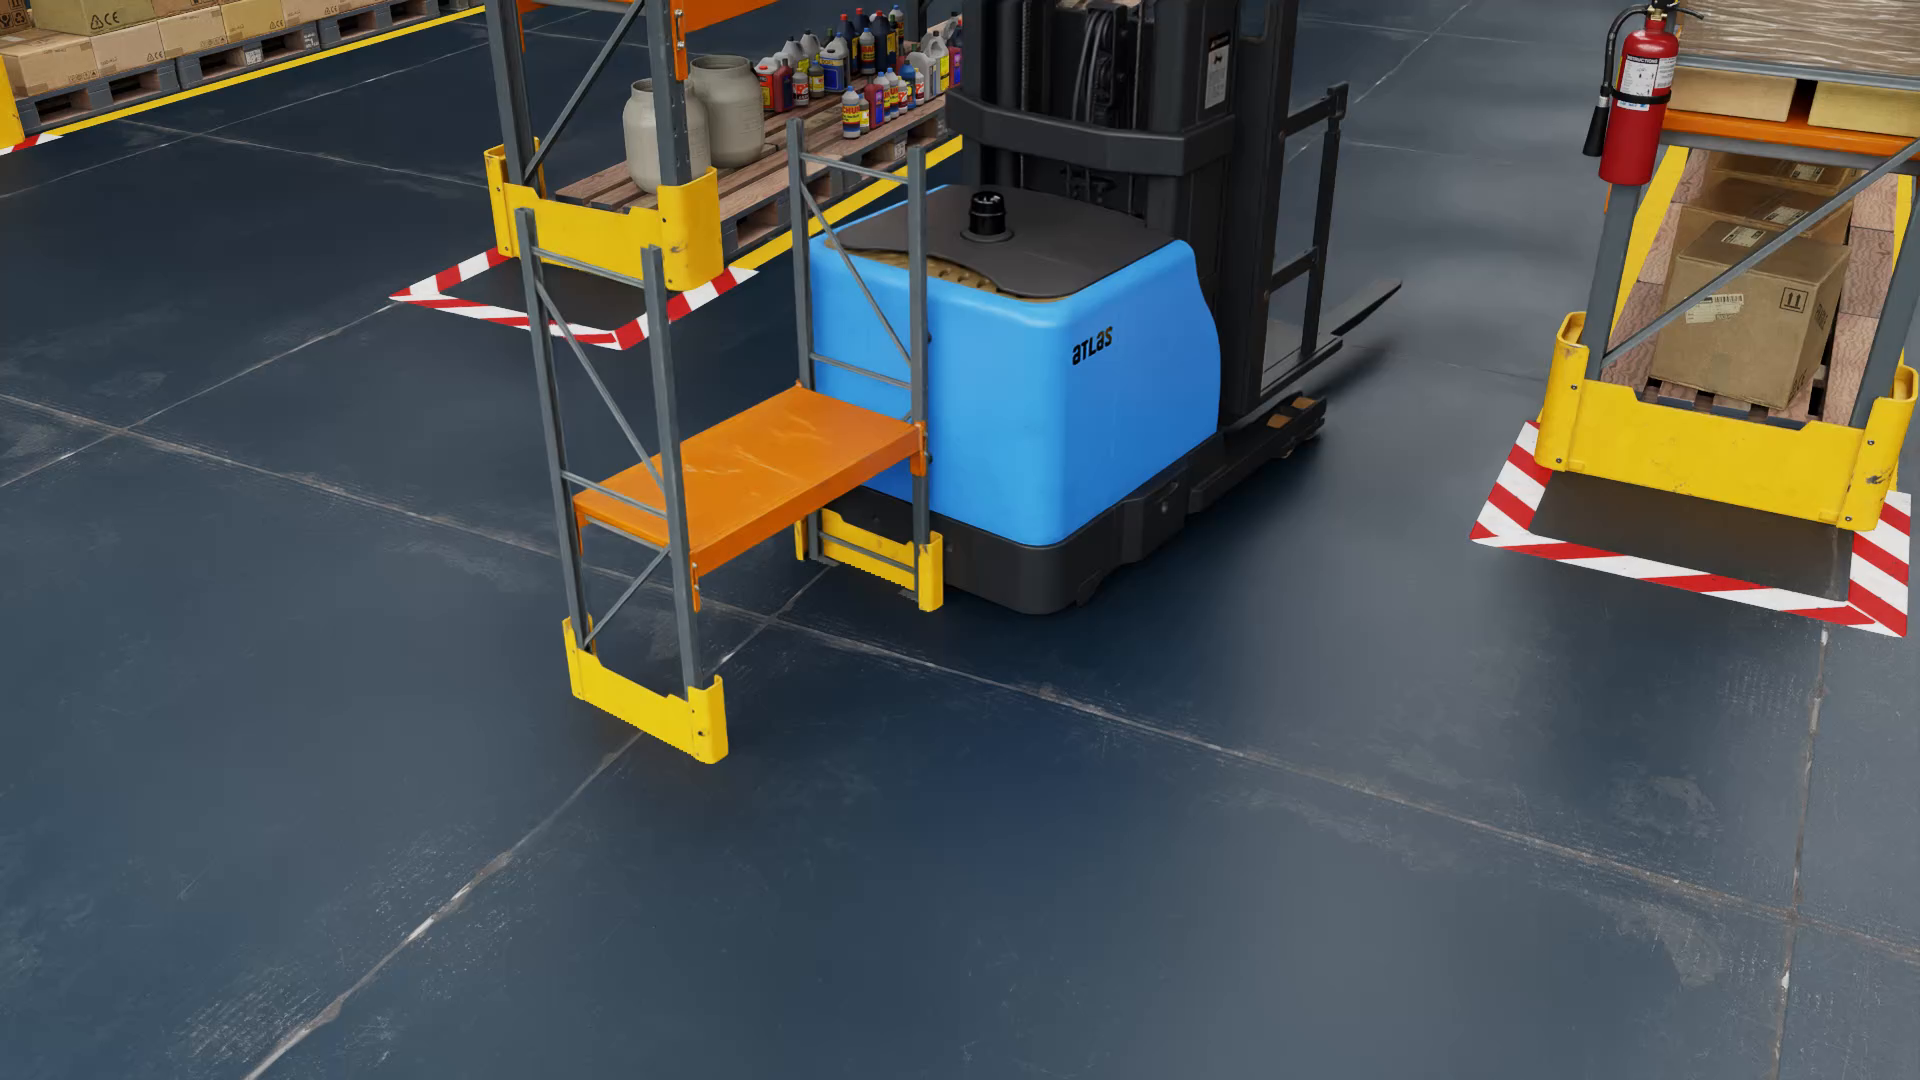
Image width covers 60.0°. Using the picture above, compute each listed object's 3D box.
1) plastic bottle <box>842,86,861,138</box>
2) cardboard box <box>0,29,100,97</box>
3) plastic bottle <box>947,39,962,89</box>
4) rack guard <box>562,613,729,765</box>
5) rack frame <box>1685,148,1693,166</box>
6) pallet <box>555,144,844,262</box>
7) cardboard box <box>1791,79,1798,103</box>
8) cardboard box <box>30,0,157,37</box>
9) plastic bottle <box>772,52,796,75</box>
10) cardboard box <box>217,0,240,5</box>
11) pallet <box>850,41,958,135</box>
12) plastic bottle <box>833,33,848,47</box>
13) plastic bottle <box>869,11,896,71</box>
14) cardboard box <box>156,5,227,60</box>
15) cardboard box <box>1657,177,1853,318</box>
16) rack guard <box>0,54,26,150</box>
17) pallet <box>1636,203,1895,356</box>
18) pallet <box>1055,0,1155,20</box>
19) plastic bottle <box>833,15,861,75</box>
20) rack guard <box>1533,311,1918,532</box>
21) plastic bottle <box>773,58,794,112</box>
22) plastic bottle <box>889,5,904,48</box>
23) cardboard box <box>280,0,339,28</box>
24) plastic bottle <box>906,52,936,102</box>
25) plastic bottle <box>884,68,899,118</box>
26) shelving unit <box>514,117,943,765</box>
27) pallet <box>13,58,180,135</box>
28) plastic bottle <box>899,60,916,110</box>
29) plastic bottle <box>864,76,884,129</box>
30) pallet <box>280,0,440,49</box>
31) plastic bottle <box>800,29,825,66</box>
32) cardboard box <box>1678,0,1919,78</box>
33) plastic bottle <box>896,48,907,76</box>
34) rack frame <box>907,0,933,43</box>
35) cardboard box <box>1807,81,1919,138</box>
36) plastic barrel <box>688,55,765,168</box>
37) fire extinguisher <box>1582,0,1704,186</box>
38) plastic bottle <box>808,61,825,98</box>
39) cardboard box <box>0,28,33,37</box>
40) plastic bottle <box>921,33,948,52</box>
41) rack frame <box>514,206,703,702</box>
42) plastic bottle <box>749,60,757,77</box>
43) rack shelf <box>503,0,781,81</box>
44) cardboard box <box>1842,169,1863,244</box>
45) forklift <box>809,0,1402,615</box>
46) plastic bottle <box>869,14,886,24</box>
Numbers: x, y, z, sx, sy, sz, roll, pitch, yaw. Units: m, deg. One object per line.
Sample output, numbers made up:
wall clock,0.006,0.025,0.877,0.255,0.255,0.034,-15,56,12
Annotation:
plastic bottle,-0.600,-2.358,9.142,0.097,0.271,0.097,0,30,0
cardboard box,-5.669,-2.920,10.161,0.500,0.250,0.500,14,33,23
plastic bottle,-0.042,-2.886,10.049,0.061,0.283,0.133,17,34,27
rack guard,-0.905,0.420,4.768,0.587,0.250,0.087,21,36,31
rack frame,4.528,-3.267,8.427,1.000,3.000,0.127,14,33,23
pallet,-1.335,-1.811,8.692,1.003,0.211,1.213,14,33,23
cardboard box,2.767,-1.669,5.896,0.380,0.149,0.250,14,33,23
cardboard box,-5.442,-3.467,10.361,0.500,0.500,0.500,14,33,23
plastic bottle,-1.054,-2.708,9.746,0.152,0.276,0.135,13,32,22
cardboard box,-4.983,-3.909,11.132,0.500,0.500,0.500,14,33,23
pallet,-0.224,-2.893,10.576,1.003,0.211,1.213,14,33,23
plastic bottle,-0.738,-2.977,10.220,0.097,0.271,0.097,0,30,0
plastic bottle,-0.490,-3.136,10.417,0.144,0.351,0.185,14,33,23
cardboard box,-5.216,-3.364,10.935,0.500,0.250,0.500,14,33,23
cardboard box,3.247,-1.138,6.807,0.500,0.500,0.500,24,38,36
rack guard,-6.122,-2.648,9.859,1.175,0.500,0.348,14,33,23
pallet,3.699,-1.209,7.643,1.003,0.211,1.213,14,33,23
pallet,0.997,-4.081,12.645,1.003,0.211,1.213,14,33,23
plastic bottle,-0.704,-3.085,10.329,0.144,0.351,0.185,13,32,21
rack guard,2.741,-0.443,6.020,1.175,0.500,0.348,14,33,23
plastic bottle,-1.022,-2.625,9.595,0.061,0.283,0.133,14,33,23
plastic bottle,-0.416,-3.356,10.880,0.097,0.271,0.097,0,30,0
cardboard box,-4.757,-3.806,11.705,0.500,0.250,0.500,14,33,23
plastic bottle,-0.230,-2.750,9.820,0.152,0.276,0.135,15,33,24
plastic bottle,-0.398,-2.554,9.484,0.097,0.271,0.097,0,30,0
shelving unit,-0.605,-0.320,4.801,0.587,1.500,1.083,21,36,31
pallet,-5.800,-2.882,10.556,1.003,0.211,1.213,14,33,23
plastic bottle,-0.306,-2.644,9.640,0.097,0.271,0.097,0,30,0
plastic bottle,-0.480,-2.459,9.306,0.061,0.283,0.133,15,33,24
pallet,-4.688,-3.964,12.440,1.003,0.211,1.213,14,33,23
plastic bottle,-0.898,-2.897,10.000,0.144,0.351,0.185,14,33,23
cardboard box,2.981,-1.904,5.654,0.875,0.500,0.500,14,33,23
plastic bottle,-0.325,-2.777,9.860,0.061,0.283,0.133,14,33,23
rack frame,0.119,-4.390,10.383,1.000,3.000,0.127,14,33,23
cardboard box,3.048,-1.457,5.527,0.380,0.149,0.250,14,33,23
plastic barrel,-1.243,-2.252,8.736,0.421,0.512,0.421,0,30,0
fire extinguisher,2.244,-1.514,5.452,0.296,0.674,0.183,14,33,23
plastic bottle,-0.855,-2.742,9.880,0.097,0.201,0.097,0,30,0
cardboard box,-6.130,-3.037,10.366,0.500,0.250,0.500,14,33,23
plastic bottle,-0.148,-2.987,10.232,0.152,0.276,0.135,14,33,23
rack frame,-0.917,-0.114,4.443,0.500,1.500,0.032,21,36,31
plastic bottle,-1.220,-2.600,9.551,0.061,0.283,0.133,15,33,24
rack shelf,-0.792,-3.192,9.019,1.077,0.370,4.000,14,33,23
cardboard box,3.843,-1.648,7.696,0.500,0.500,0.500,11,32,19
forklift,0.758,-1.712,5.788,1.130,2.935,3.031,21,36,31
plastic bottle,-0.539,-3.209,10.619,0.152,0.276,0.135,16,33,25
